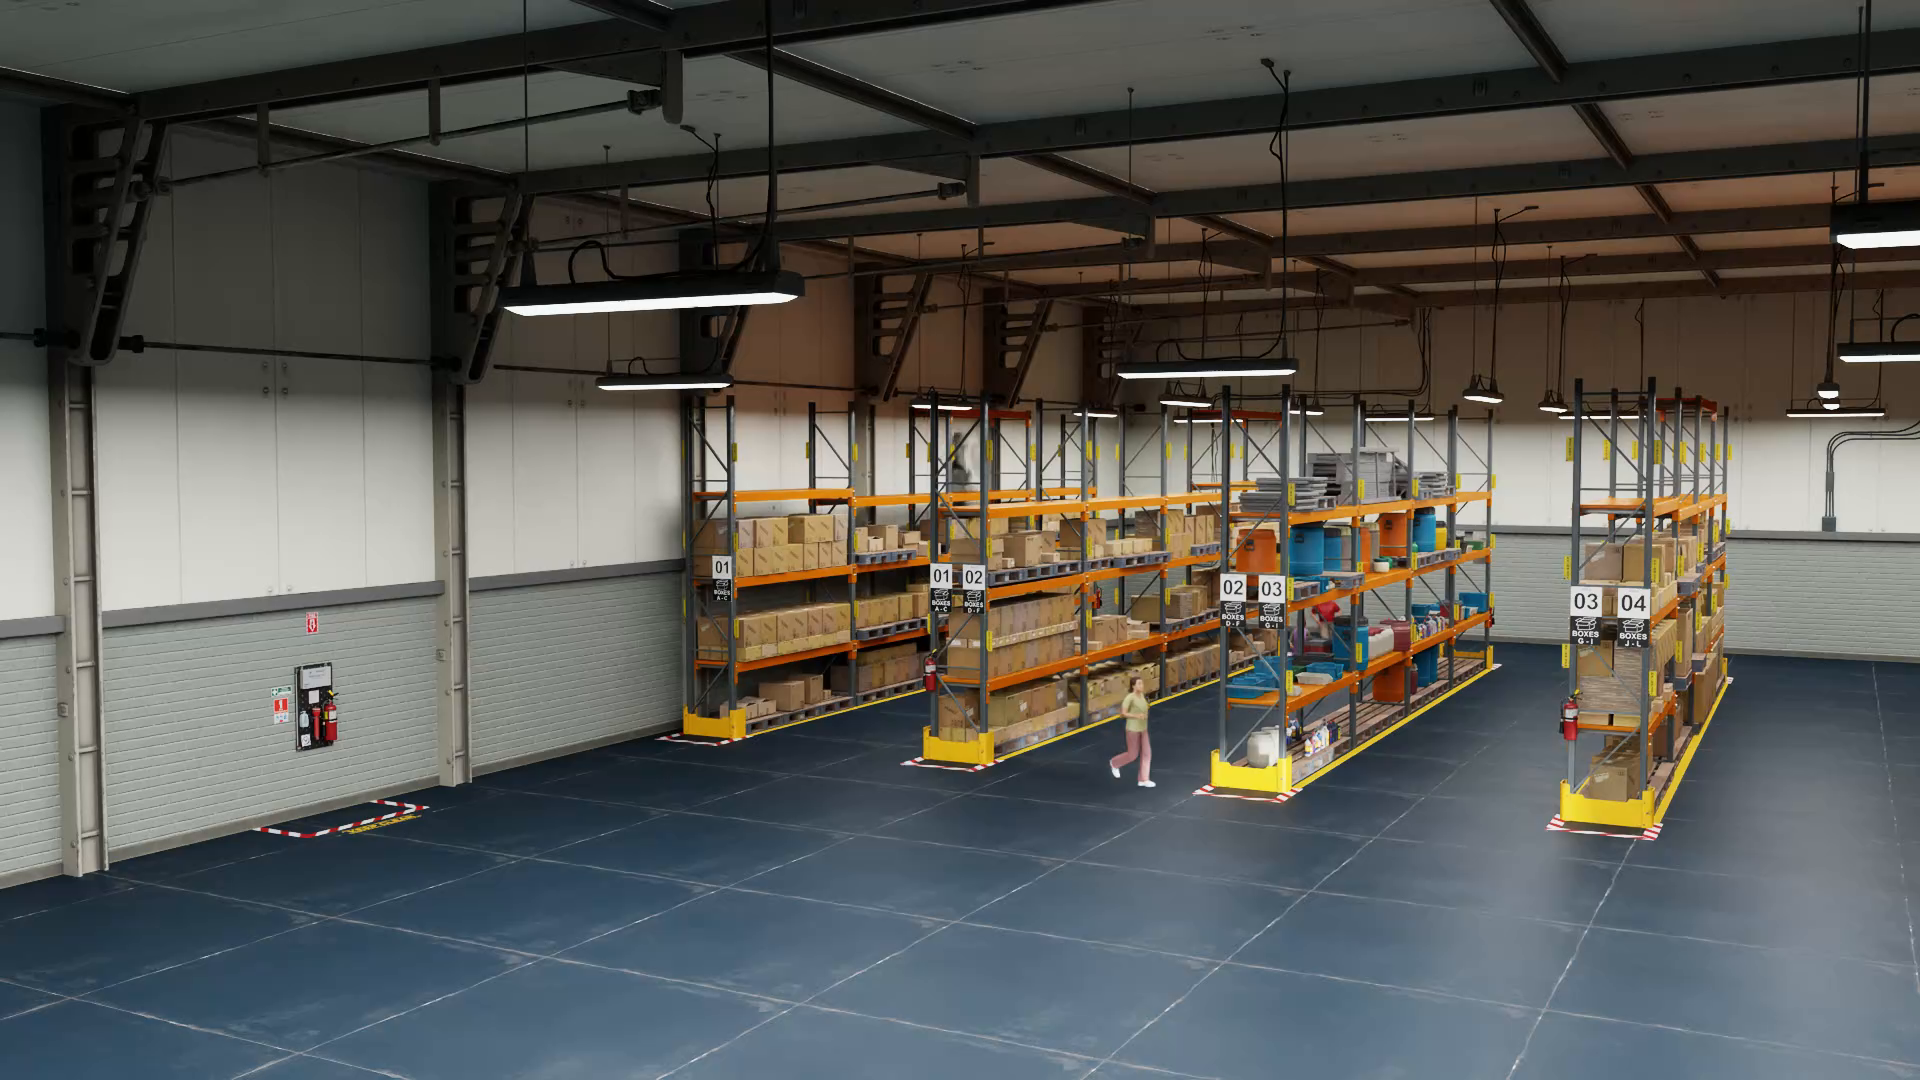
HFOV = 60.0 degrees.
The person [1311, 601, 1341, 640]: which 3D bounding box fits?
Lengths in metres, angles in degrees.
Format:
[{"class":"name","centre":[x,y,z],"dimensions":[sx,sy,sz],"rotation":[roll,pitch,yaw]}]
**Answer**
[{"class":"person","centre":[8.758,2.087,39.780],"dimensions":[0.723,1.689,0.523],"rotation":[0,3,9]}]

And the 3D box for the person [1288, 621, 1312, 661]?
[{"class":"person","centre":[7.090,2.396,34.608],"dimensions":[0.539,1.557,0.653],"rotation":[1,3,25]}]

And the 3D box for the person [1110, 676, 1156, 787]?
[{"class":"person","centre":[2.604,2.902,24.946],"dimensions":[0.565,1.550,0.829],"rotation":[-3,4,-44]}]
